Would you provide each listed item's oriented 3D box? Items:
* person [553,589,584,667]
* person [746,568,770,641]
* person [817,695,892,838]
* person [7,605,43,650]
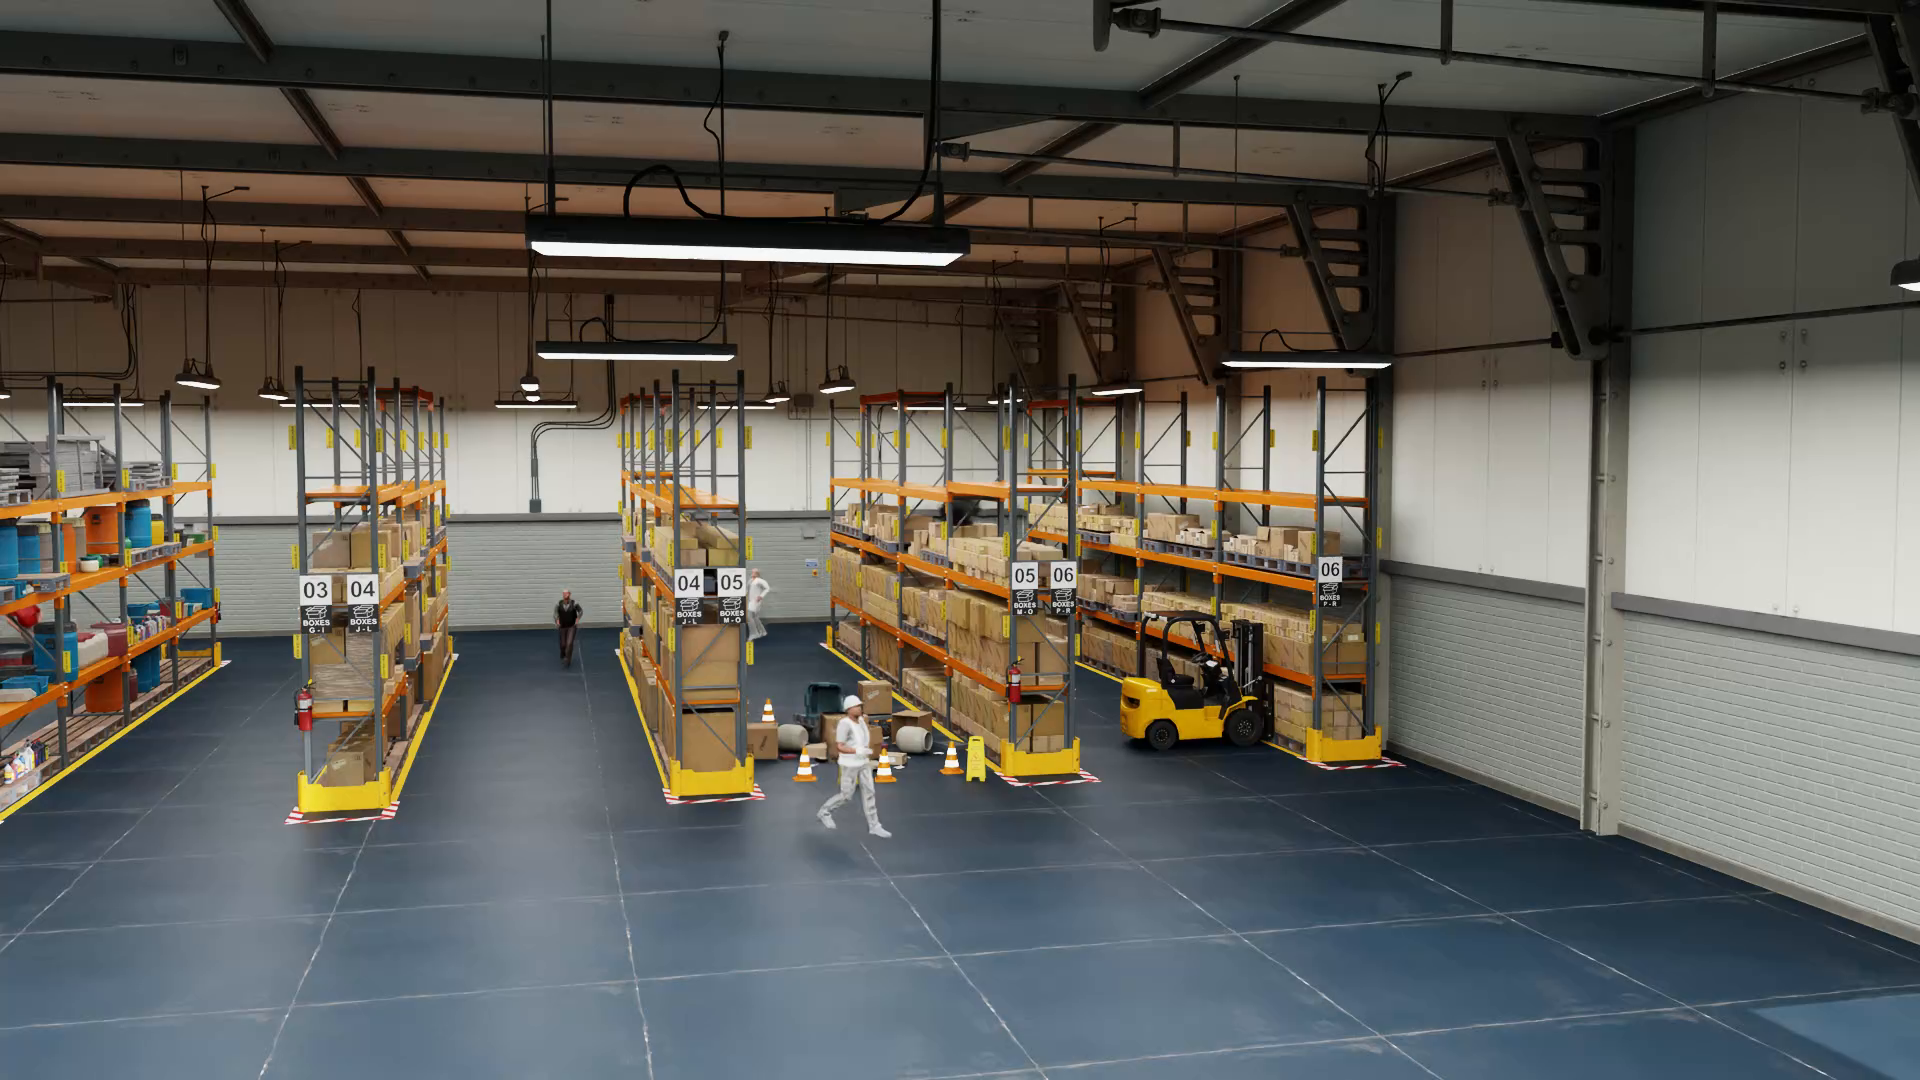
[{"bbox_3d":[-8.754,1.950,37.169,0.667,1.712,0.747,0,3,-7],"label":"person"},{"bbox_3d":[-5.175,1.628,41.748,0.777,1.826,0.685,-2,4,-33],"label":"person"},{"bbox_3d":[-1.341,2.834,20.910,1.009,1.772,0.689,2,4,28],"label":"person"},{"bbox_3d":[-20.532,1.999,36.640,0.800,1.655,0.821,2,4,29],"label":"person"}]
